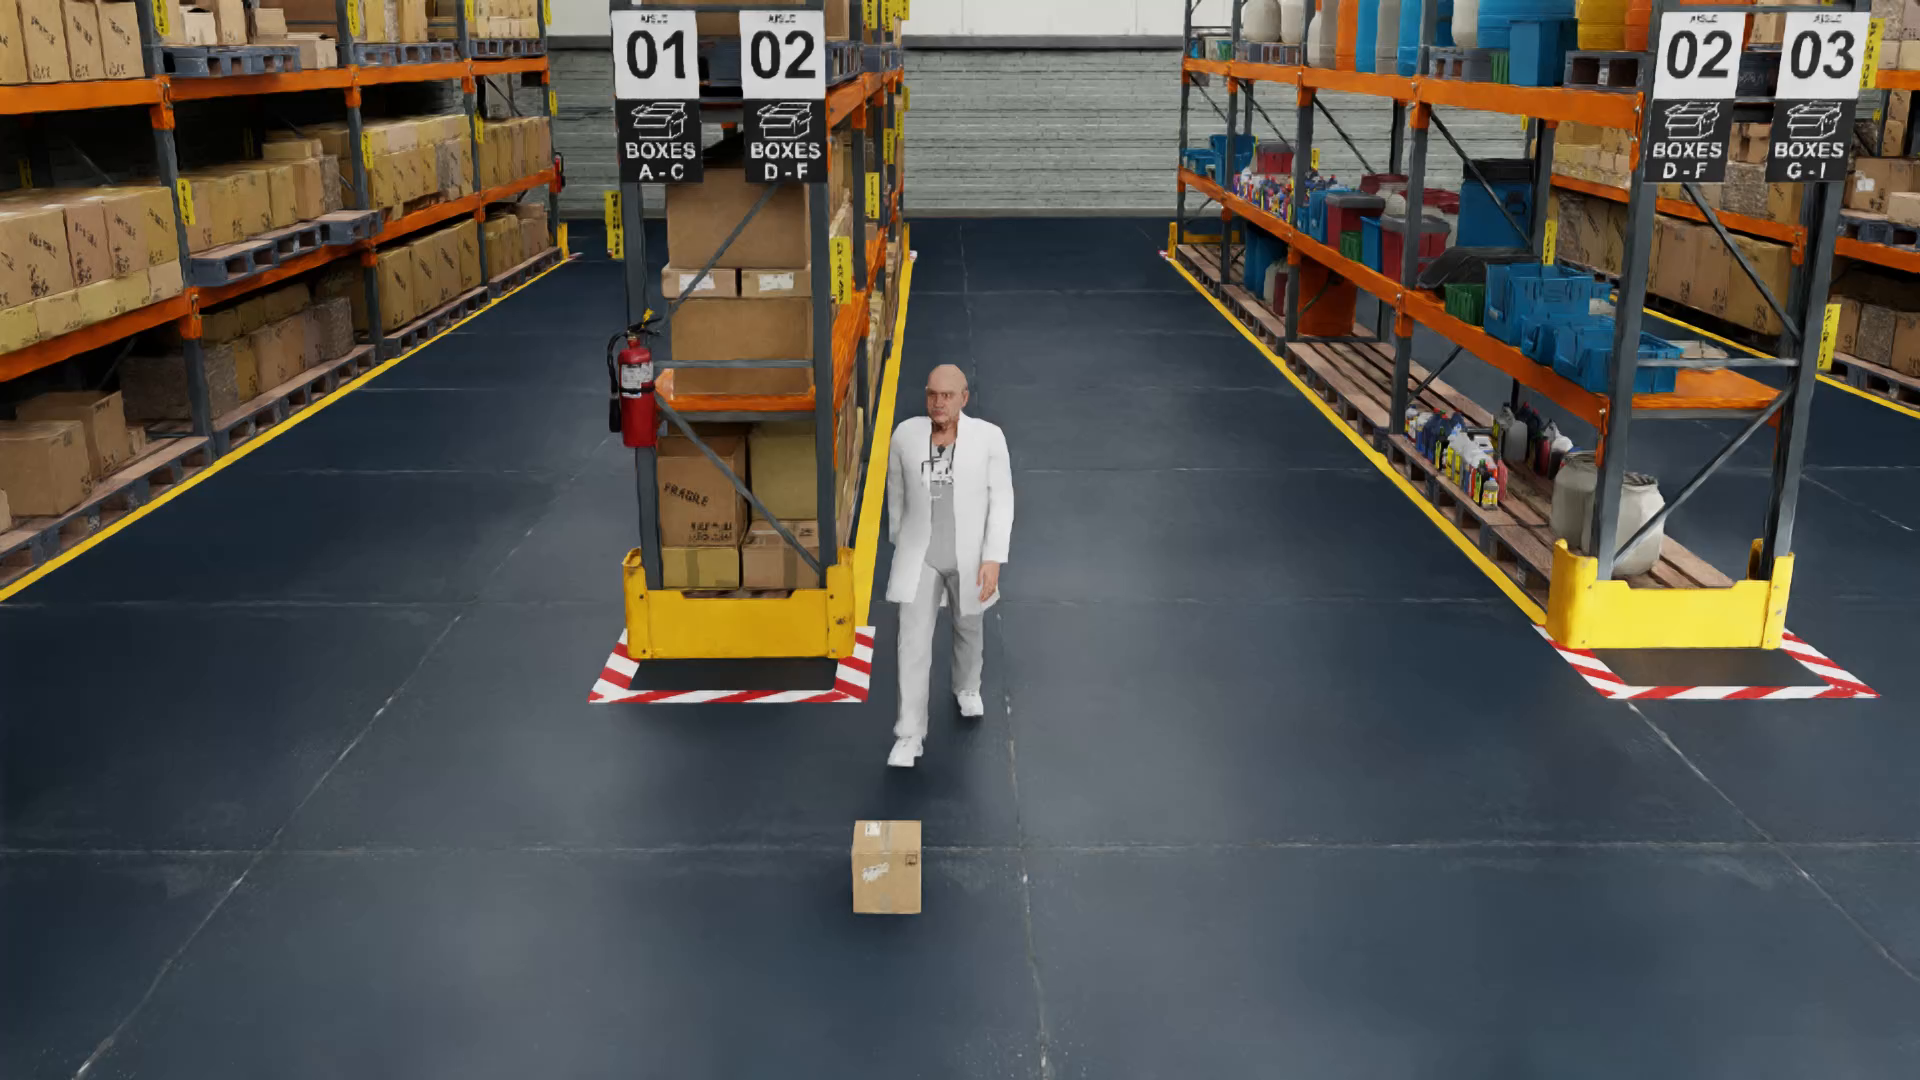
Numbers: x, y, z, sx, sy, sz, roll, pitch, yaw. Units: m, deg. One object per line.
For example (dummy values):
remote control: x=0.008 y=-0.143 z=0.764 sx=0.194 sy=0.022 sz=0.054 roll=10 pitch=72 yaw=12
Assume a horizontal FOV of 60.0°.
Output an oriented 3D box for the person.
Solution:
person: x=-0.054 y=0.072 z=7.337 sx=0.582 sy=1.723 sz=1.047 roll=1 pitch=17 yaw=5
